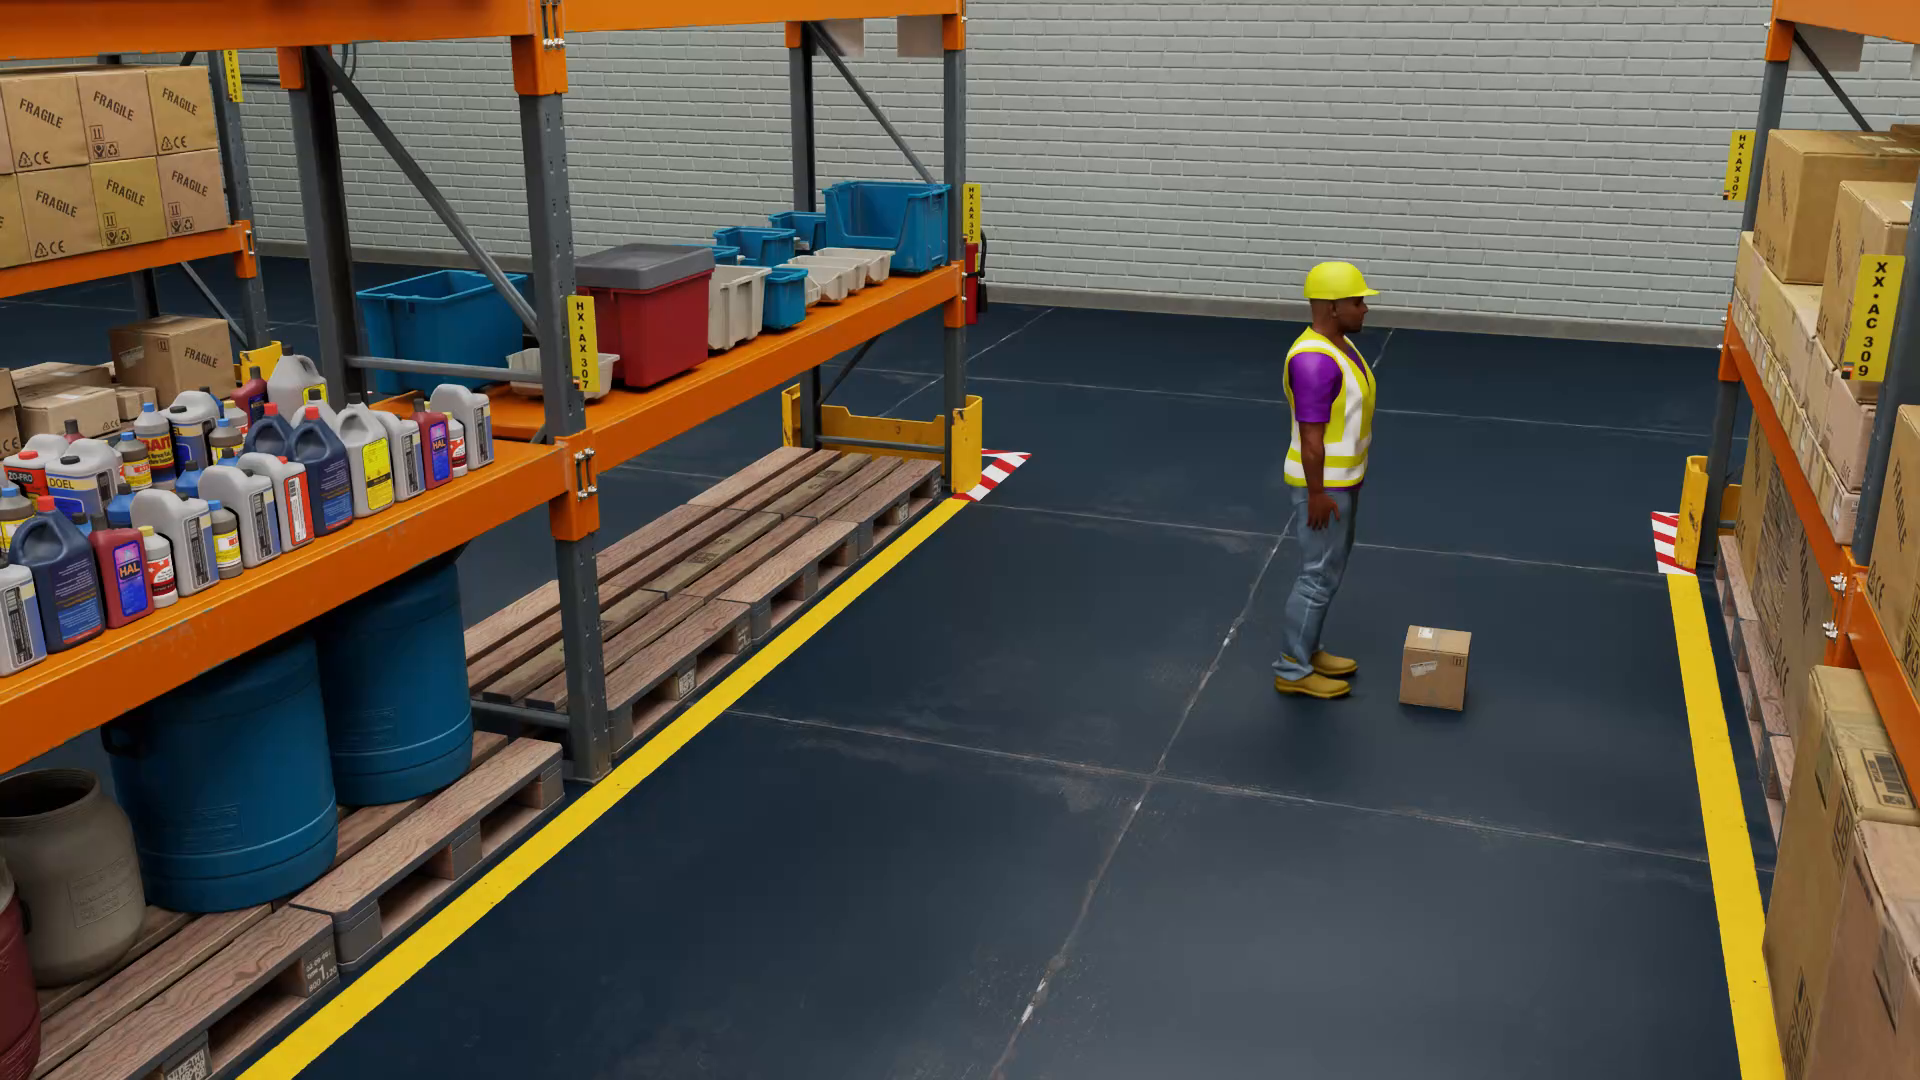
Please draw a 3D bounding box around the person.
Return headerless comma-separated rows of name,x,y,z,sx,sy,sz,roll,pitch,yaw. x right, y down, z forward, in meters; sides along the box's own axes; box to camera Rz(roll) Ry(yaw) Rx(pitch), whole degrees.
person,1.483,-0.278,6.763,0.342,1.699,0.559,7,20,20
